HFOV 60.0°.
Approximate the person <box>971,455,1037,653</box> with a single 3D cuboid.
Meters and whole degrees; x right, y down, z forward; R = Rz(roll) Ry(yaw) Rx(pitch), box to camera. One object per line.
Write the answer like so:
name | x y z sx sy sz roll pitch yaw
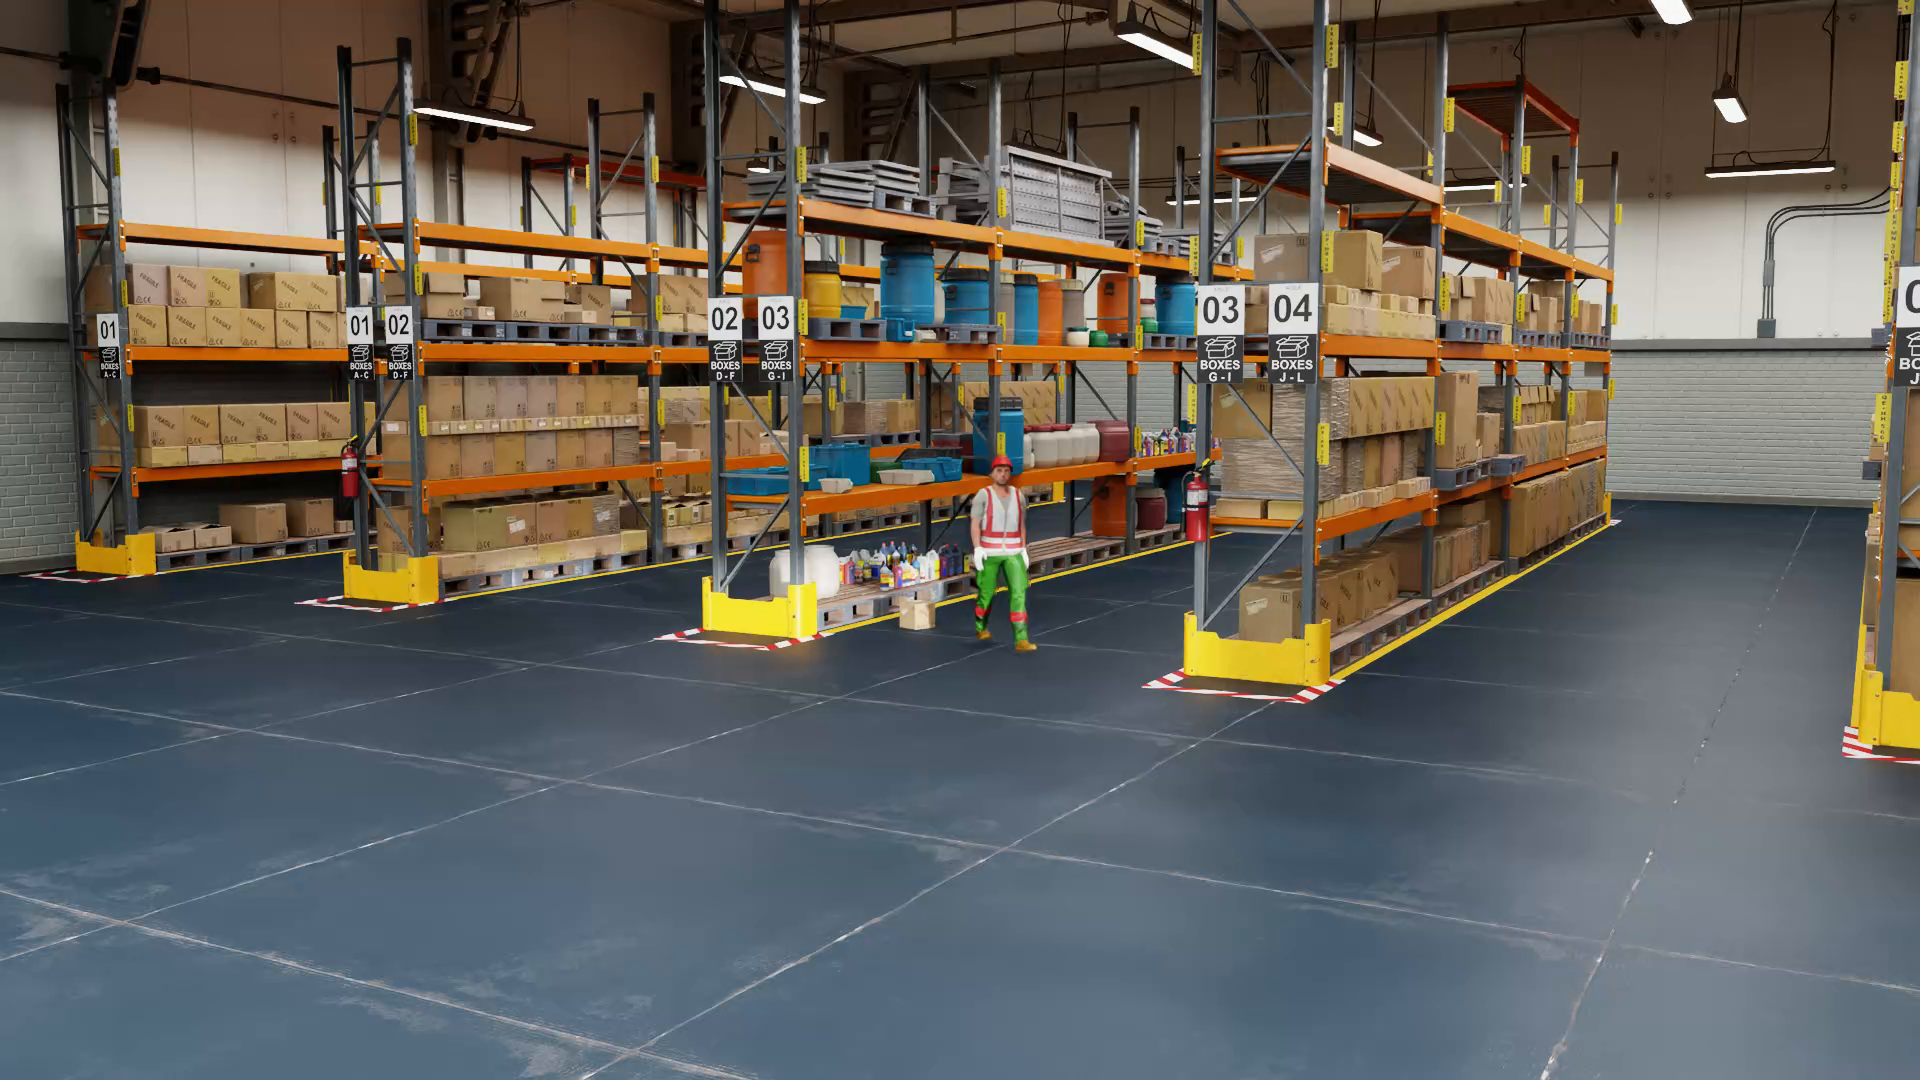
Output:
person | 0.382 0.113 14.832 0.586 1.731 1.085 -1 6 -11
